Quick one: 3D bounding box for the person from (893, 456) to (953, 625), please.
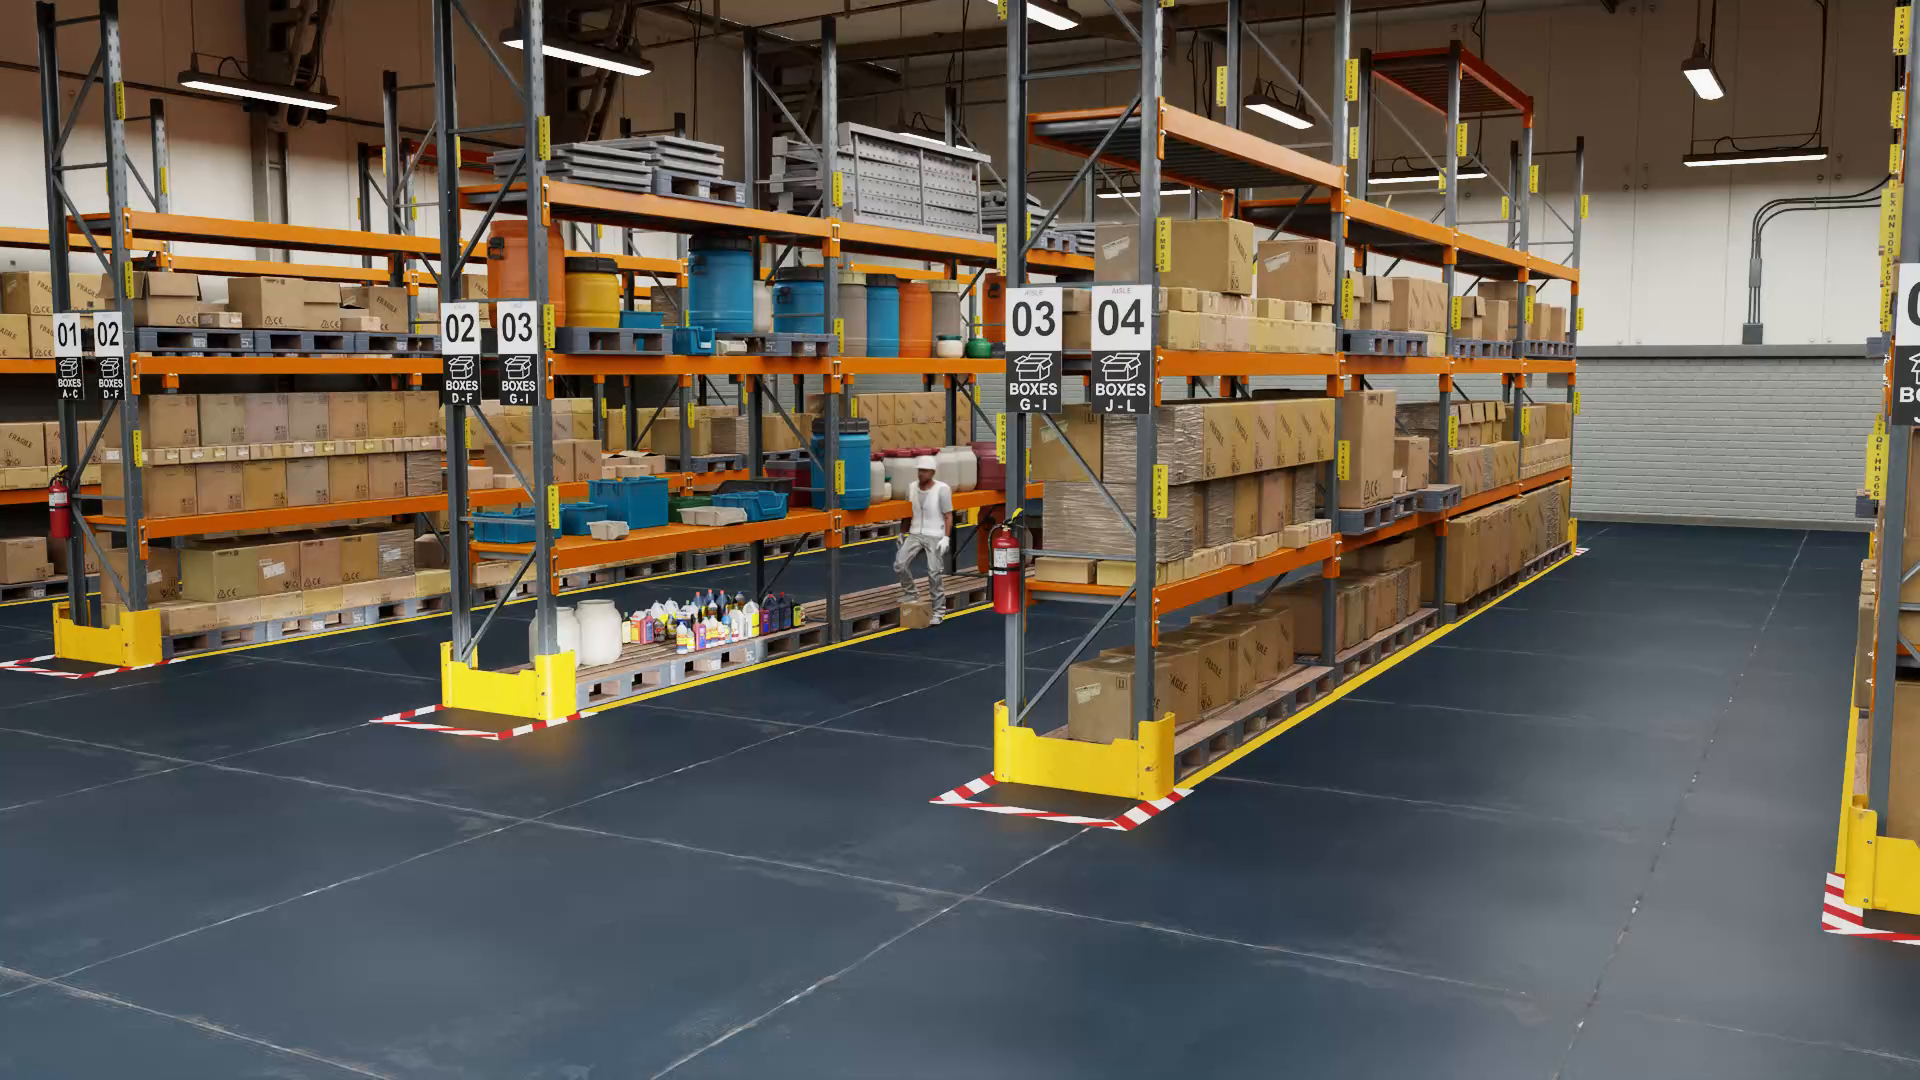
[{"bbox_3d":[-0.385,0.002,17.532,0.617,1.784,0.524,3,7,29],"label":"person"}]
